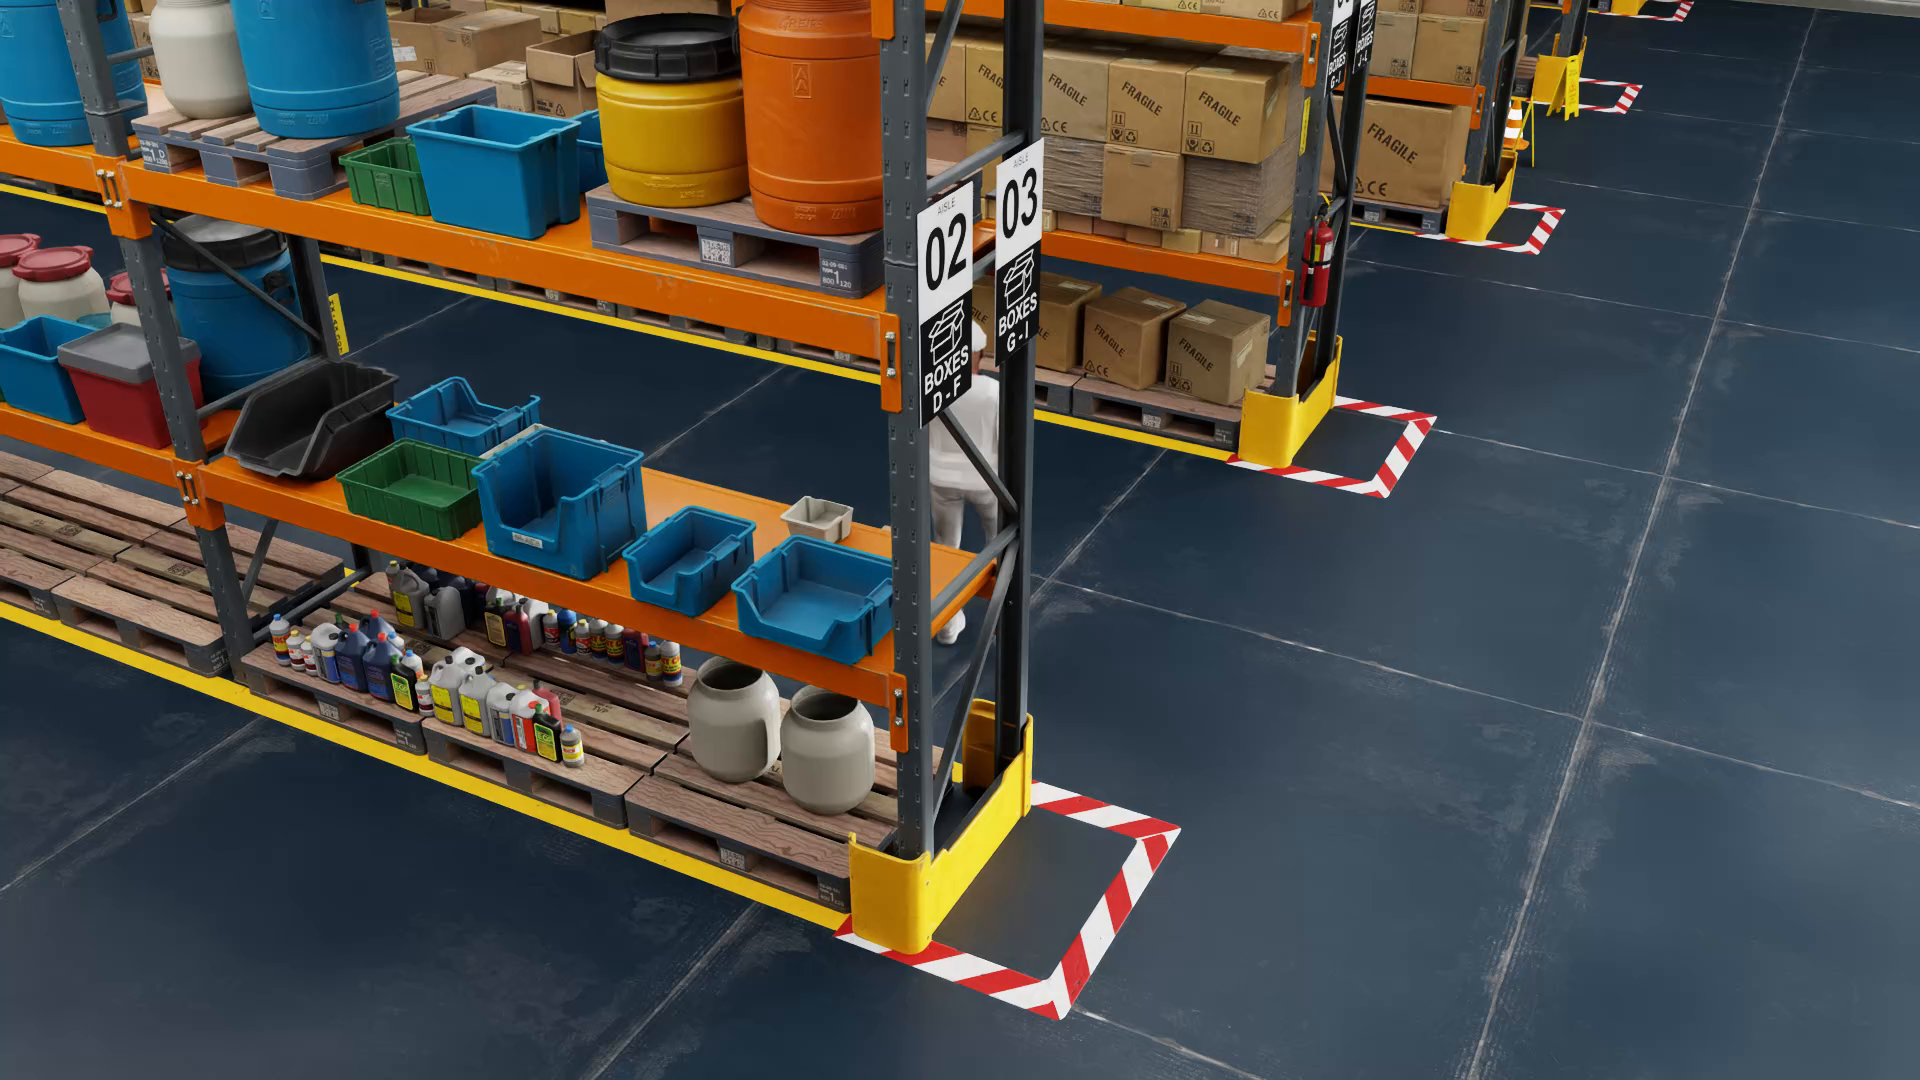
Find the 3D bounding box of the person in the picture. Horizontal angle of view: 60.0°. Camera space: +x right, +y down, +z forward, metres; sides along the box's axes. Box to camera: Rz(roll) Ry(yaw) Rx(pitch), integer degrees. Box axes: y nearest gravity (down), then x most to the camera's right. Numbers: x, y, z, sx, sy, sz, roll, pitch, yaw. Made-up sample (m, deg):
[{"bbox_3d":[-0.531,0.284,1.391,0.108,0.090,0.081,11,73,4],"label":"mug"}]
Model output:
[{"bbox_3d":[0.045,-0.402,8.951,0.585,1.714,0.989,2,30,4],"label":"person"}]
